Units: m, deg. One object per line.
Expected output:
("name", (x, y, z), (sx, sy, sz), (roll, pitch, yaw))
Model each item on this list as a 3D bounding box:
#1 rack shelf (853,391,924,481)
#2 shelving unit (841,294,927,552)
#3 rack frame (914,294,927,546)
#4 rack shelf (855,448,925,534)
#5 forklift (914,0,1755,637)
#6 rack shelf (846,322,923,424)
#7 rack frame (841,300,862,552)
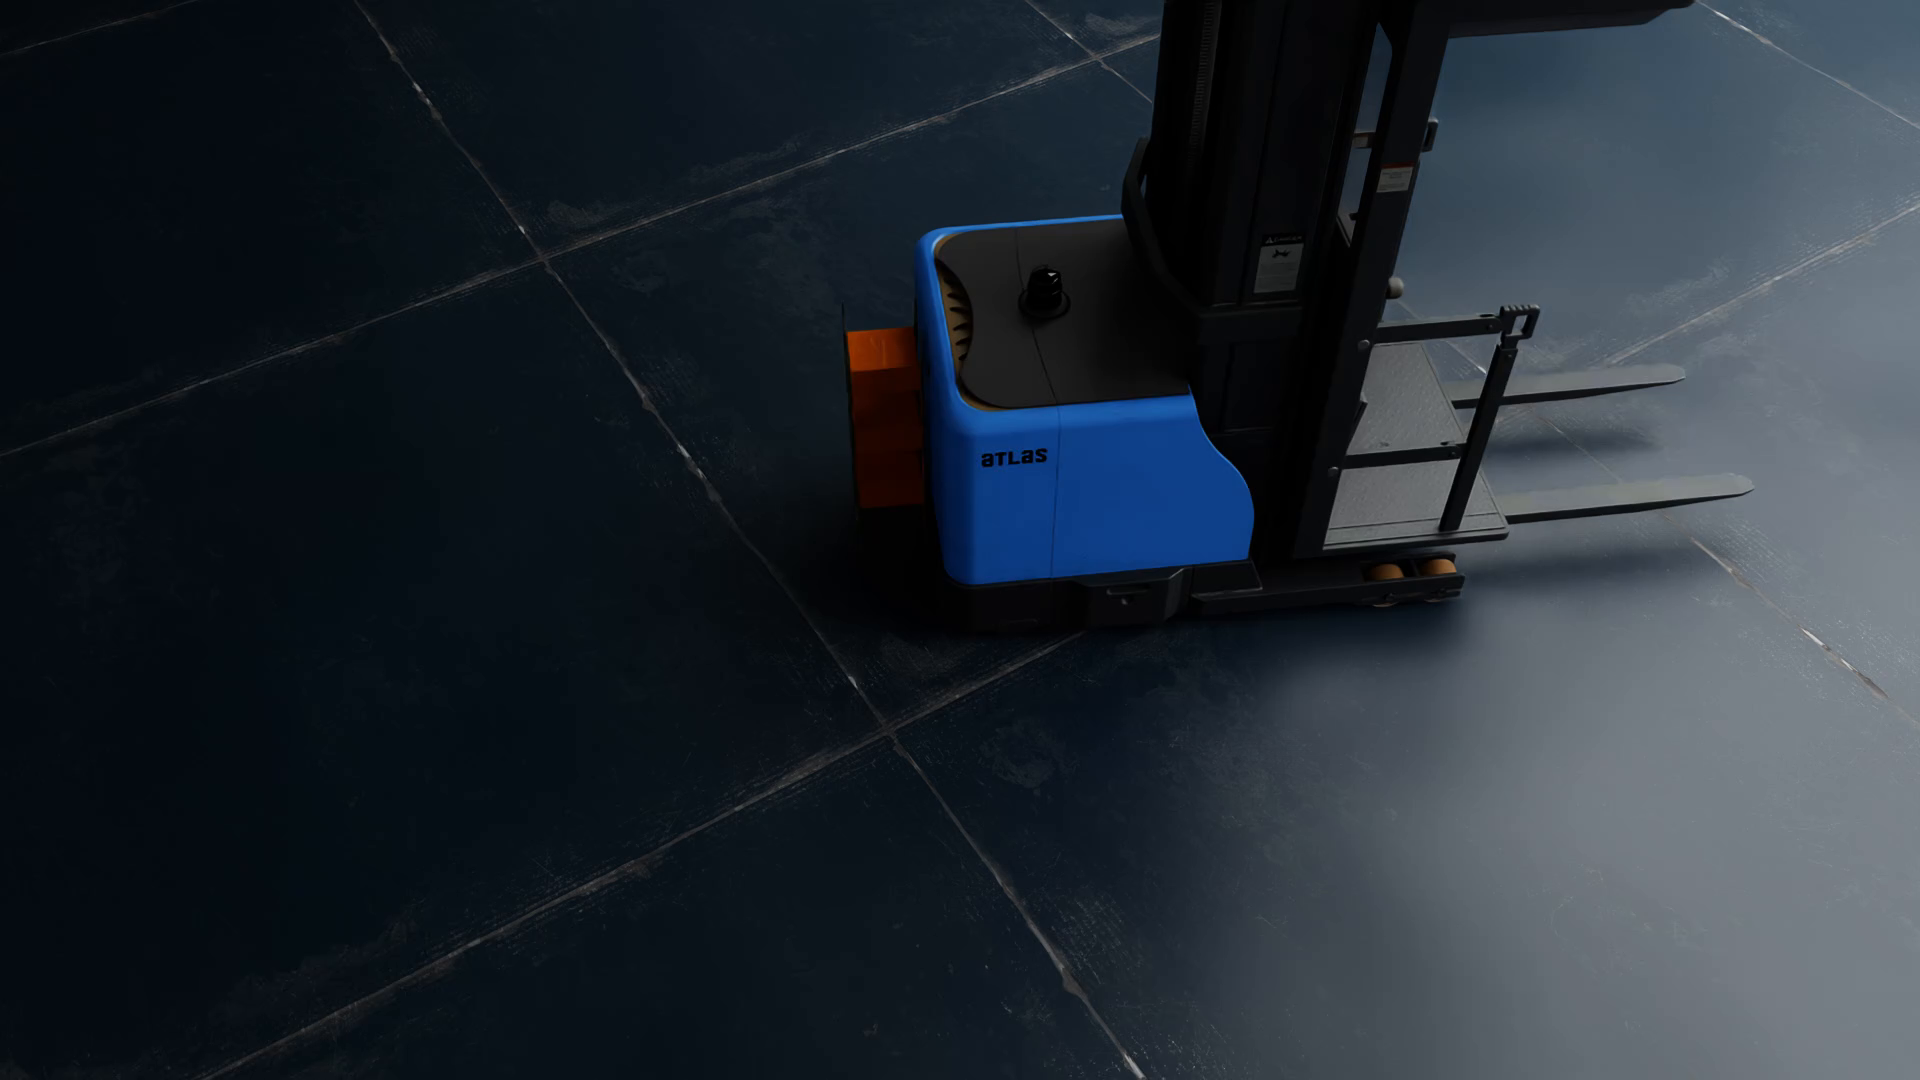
("rack shelf", (-0.260, -0.382, 5.901), (0.240, 0.259, 0.215), (-5, 48, -5))
("shelving unit", (-0.260, -0.389, 5.893), (0.252, 1.050, 0.215), (-5, 48, -5))
("rack frame", (-0.139, -0.400, 5.903), (0.008, 1.050, 0.200), (-5, 48, -5))
("rack shelf", (-0.259, -0.197, 6.108), (0.240, 0.259, 0.215), (-5, 48, -5))
("forklift", (1.383, -1.121, 5.286), (3.031, 2.935, 1.130), (-5, 49, -5))
("rack shelf", (-0.260, -0.571, 5.689), (0.240, 0.259, 0.215), (-5, 48, -5))
("rack frame", (-0.381, -0.378, 5.883), (0.008, 1.050, 0.200), (-5, 48, -5))
